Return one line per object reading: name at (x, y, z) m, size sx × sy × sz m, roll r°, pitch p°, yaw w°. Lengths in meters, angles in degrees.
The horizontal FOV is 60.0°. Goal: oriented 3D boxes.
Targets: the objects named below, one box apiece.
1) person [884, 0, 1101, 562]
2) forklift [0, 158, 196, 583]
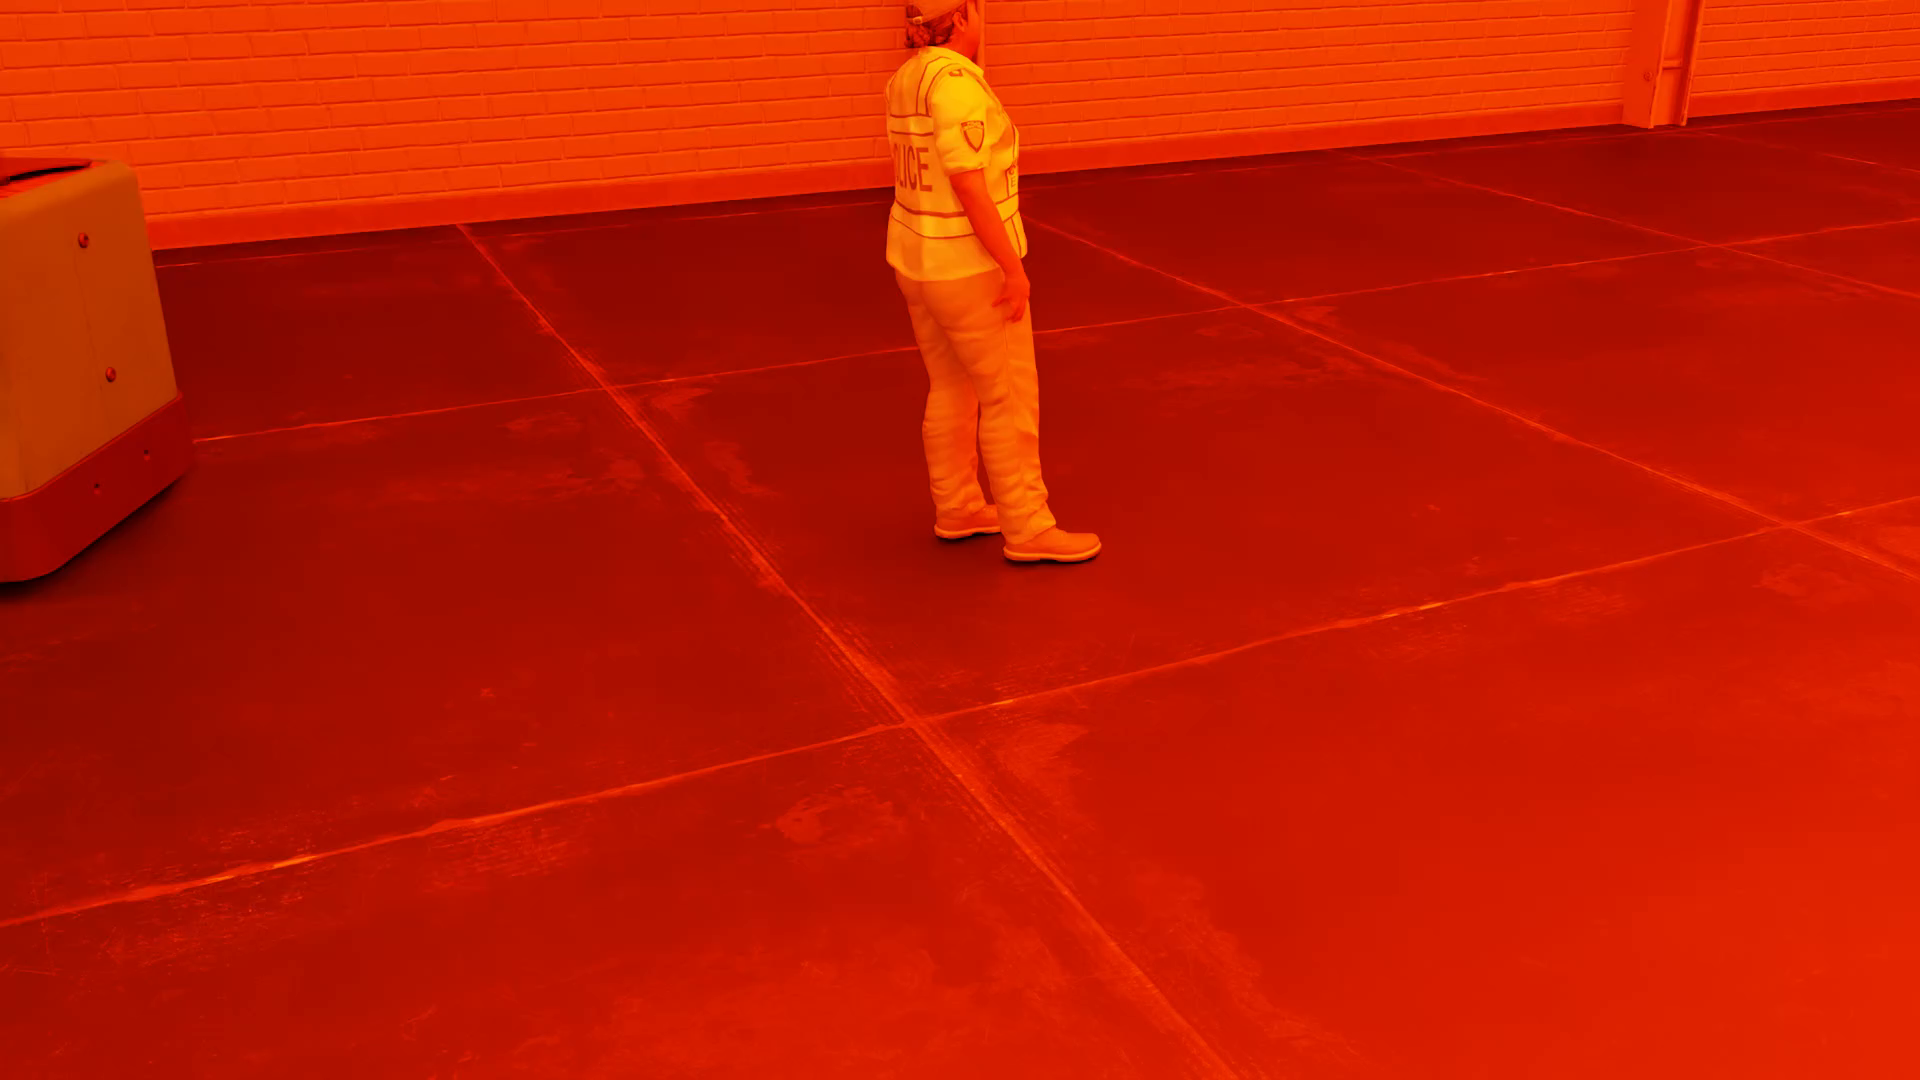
person at (0.081, -0.782, 4.796) m, size 0.525 × 1.670 × 0.599 m, roll -10°, pitch 25°, yaw -23°
forklift at (-4.062, -1.384, 4.618) m, size 3.031 × 2.935 × 1.130 m, roll 1°, pitch 23°, yaw 2°
